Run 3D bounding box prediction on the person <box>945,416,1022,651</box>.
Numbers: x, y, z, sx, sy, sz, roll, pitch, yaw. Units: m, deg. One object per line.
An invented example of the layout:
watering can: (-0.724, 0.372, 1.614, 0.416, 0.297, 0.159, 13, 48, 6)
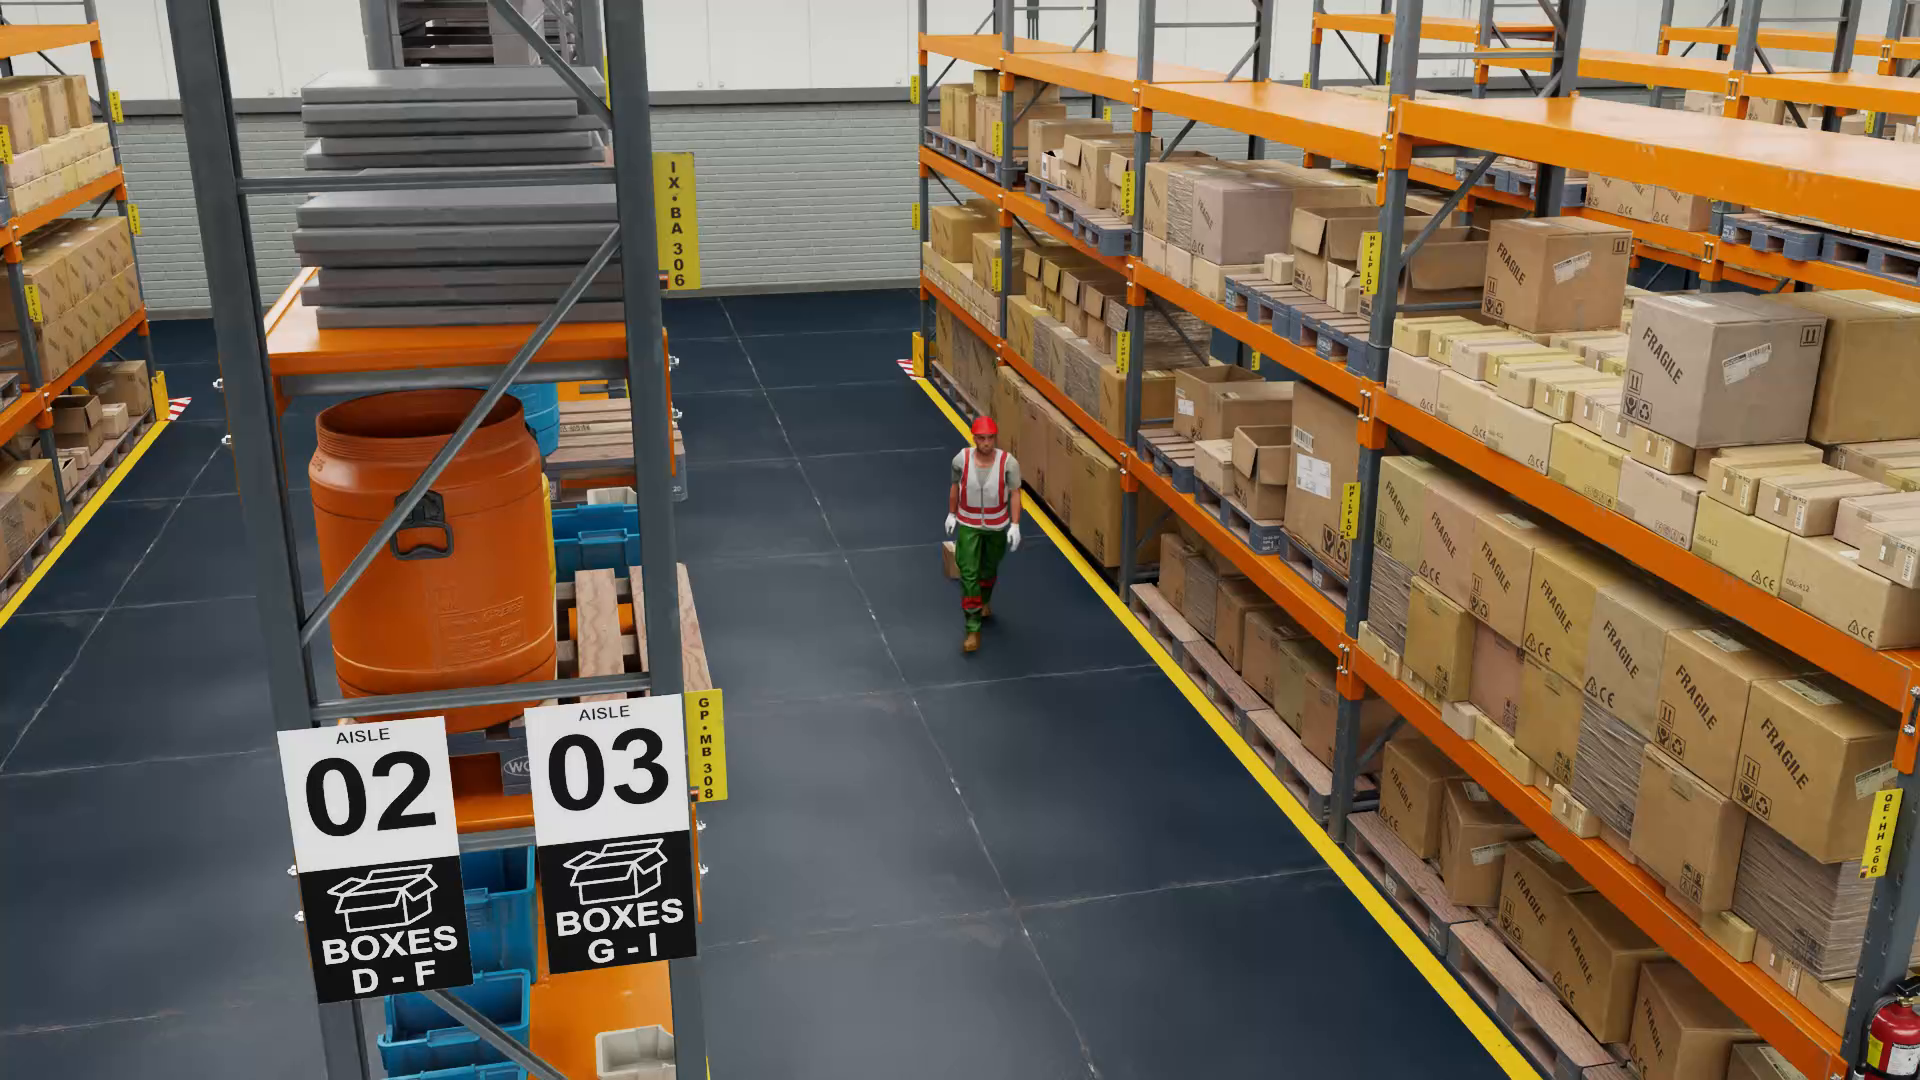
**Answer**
person: (0.183, -0.114, 12.651, 0.577, 1.721, 1.013, -1, 19, -2)
